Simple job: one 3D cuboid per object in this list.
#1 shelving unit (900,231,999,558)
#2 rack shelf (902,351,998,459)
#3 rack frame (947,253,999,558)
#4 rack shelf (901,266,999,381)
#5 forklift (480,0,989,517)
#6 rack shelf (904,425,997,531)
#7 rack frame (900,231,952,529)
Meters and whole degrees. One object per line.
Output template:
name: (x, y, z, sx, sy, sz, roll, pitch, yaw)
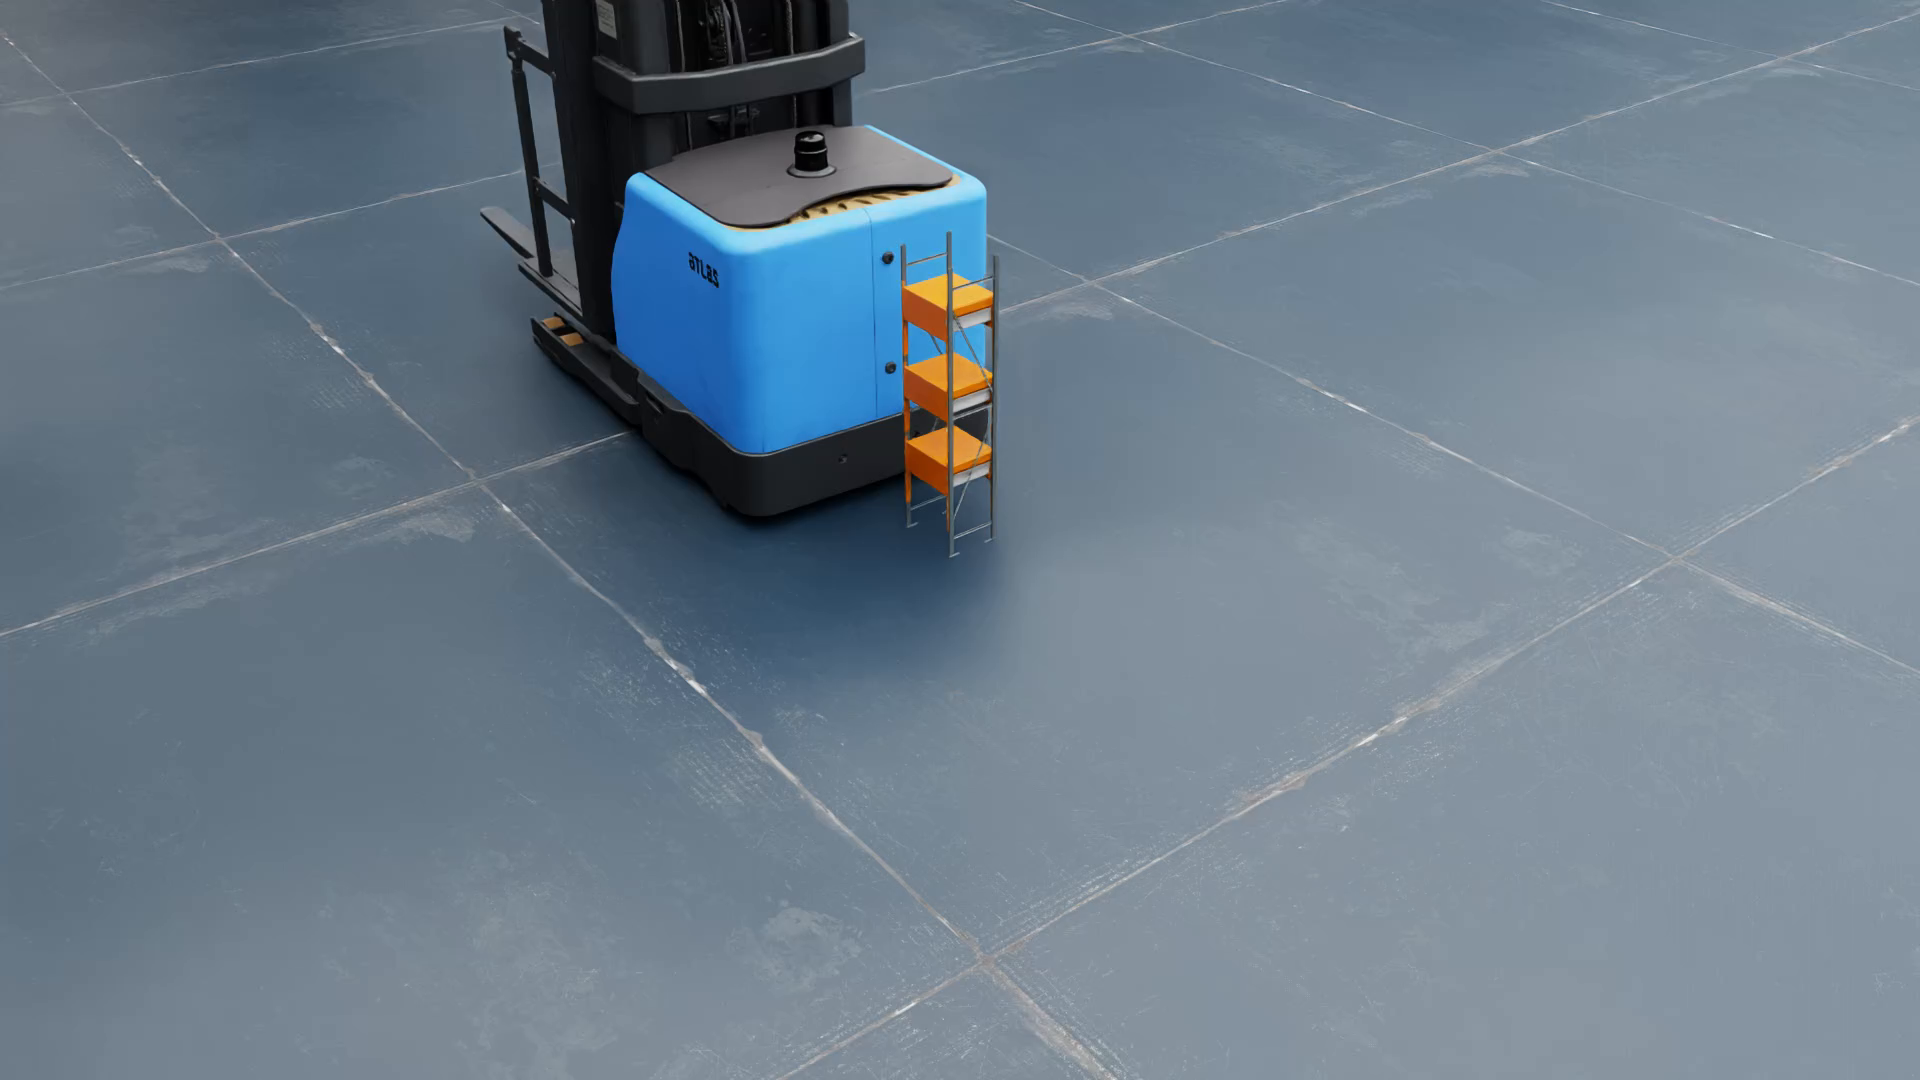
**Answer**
shelving unit: (-0.033, -0.468, 5.509, 0.215, 1.050, 0.252, -22, 38, -31)
rack shelf: (-0.033, -0.459, 5.515, 0.215, 0.259, 0.240, -22, 38, -31)
rack frame: (0.042, -0.417, 5.427, 0.200, 1.050, 0.008, -22, 38, -31)
rack shelf: (-0.033, -0.700, 5.365, 0.215, 0.259, 0.240, -22, 38, -31)
forklift: (-1.137, -2.058, 6.285, 1.130, 2.935, 3.031, -20, 37, -29)
rack shelf: (-0.033, -0.223, 5.661, 0.215, 0.259, 0.240, -22, 38, -31)
rack frame: (-0.108, -0.519, 5.591, 0.200, 1.050, 0.008, -22, 38, -31)
